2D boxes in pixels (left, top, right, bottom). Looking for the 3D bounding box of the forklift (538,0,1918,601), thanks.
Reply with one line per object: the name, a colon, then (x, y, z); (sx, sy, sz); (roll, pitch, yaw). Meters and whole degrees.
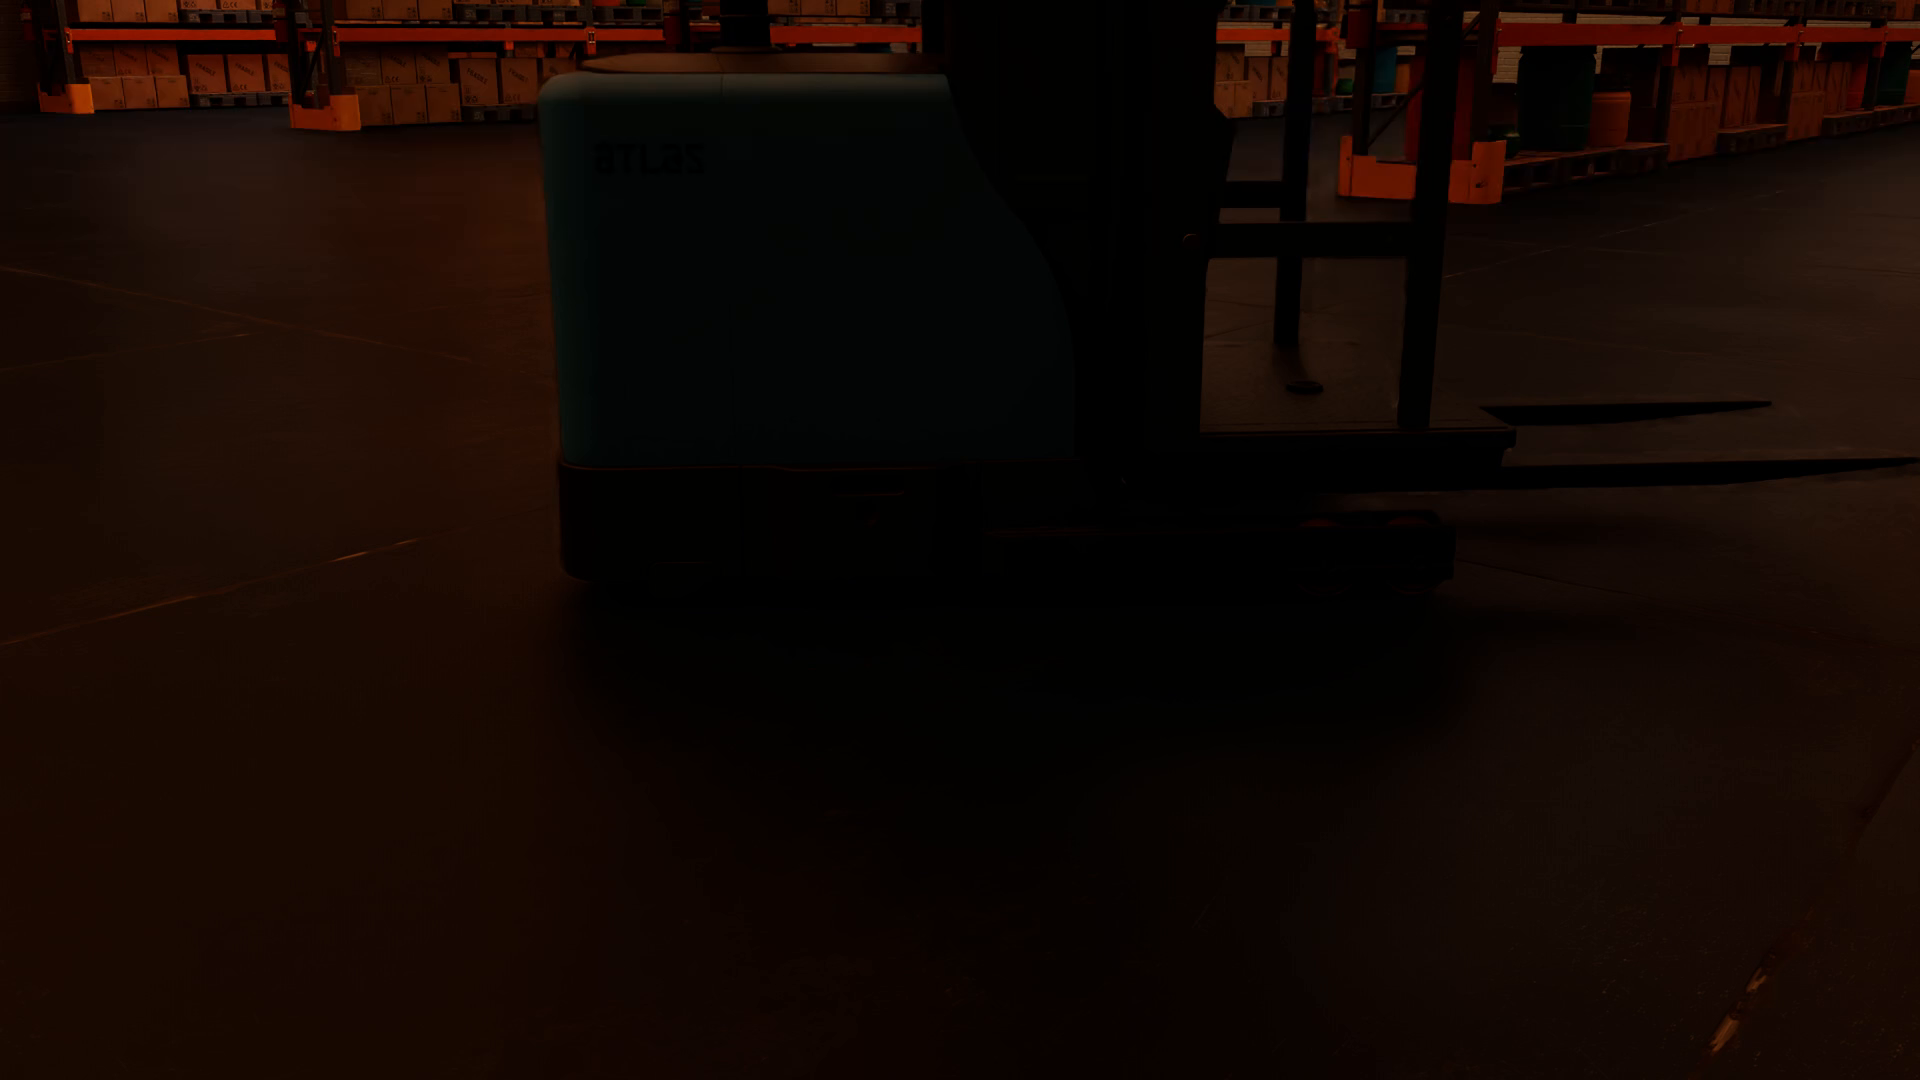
forklift: (0.644, -1.433, 3.615); (3.031, 2.935, 1.130); (-1, 17, -5)
